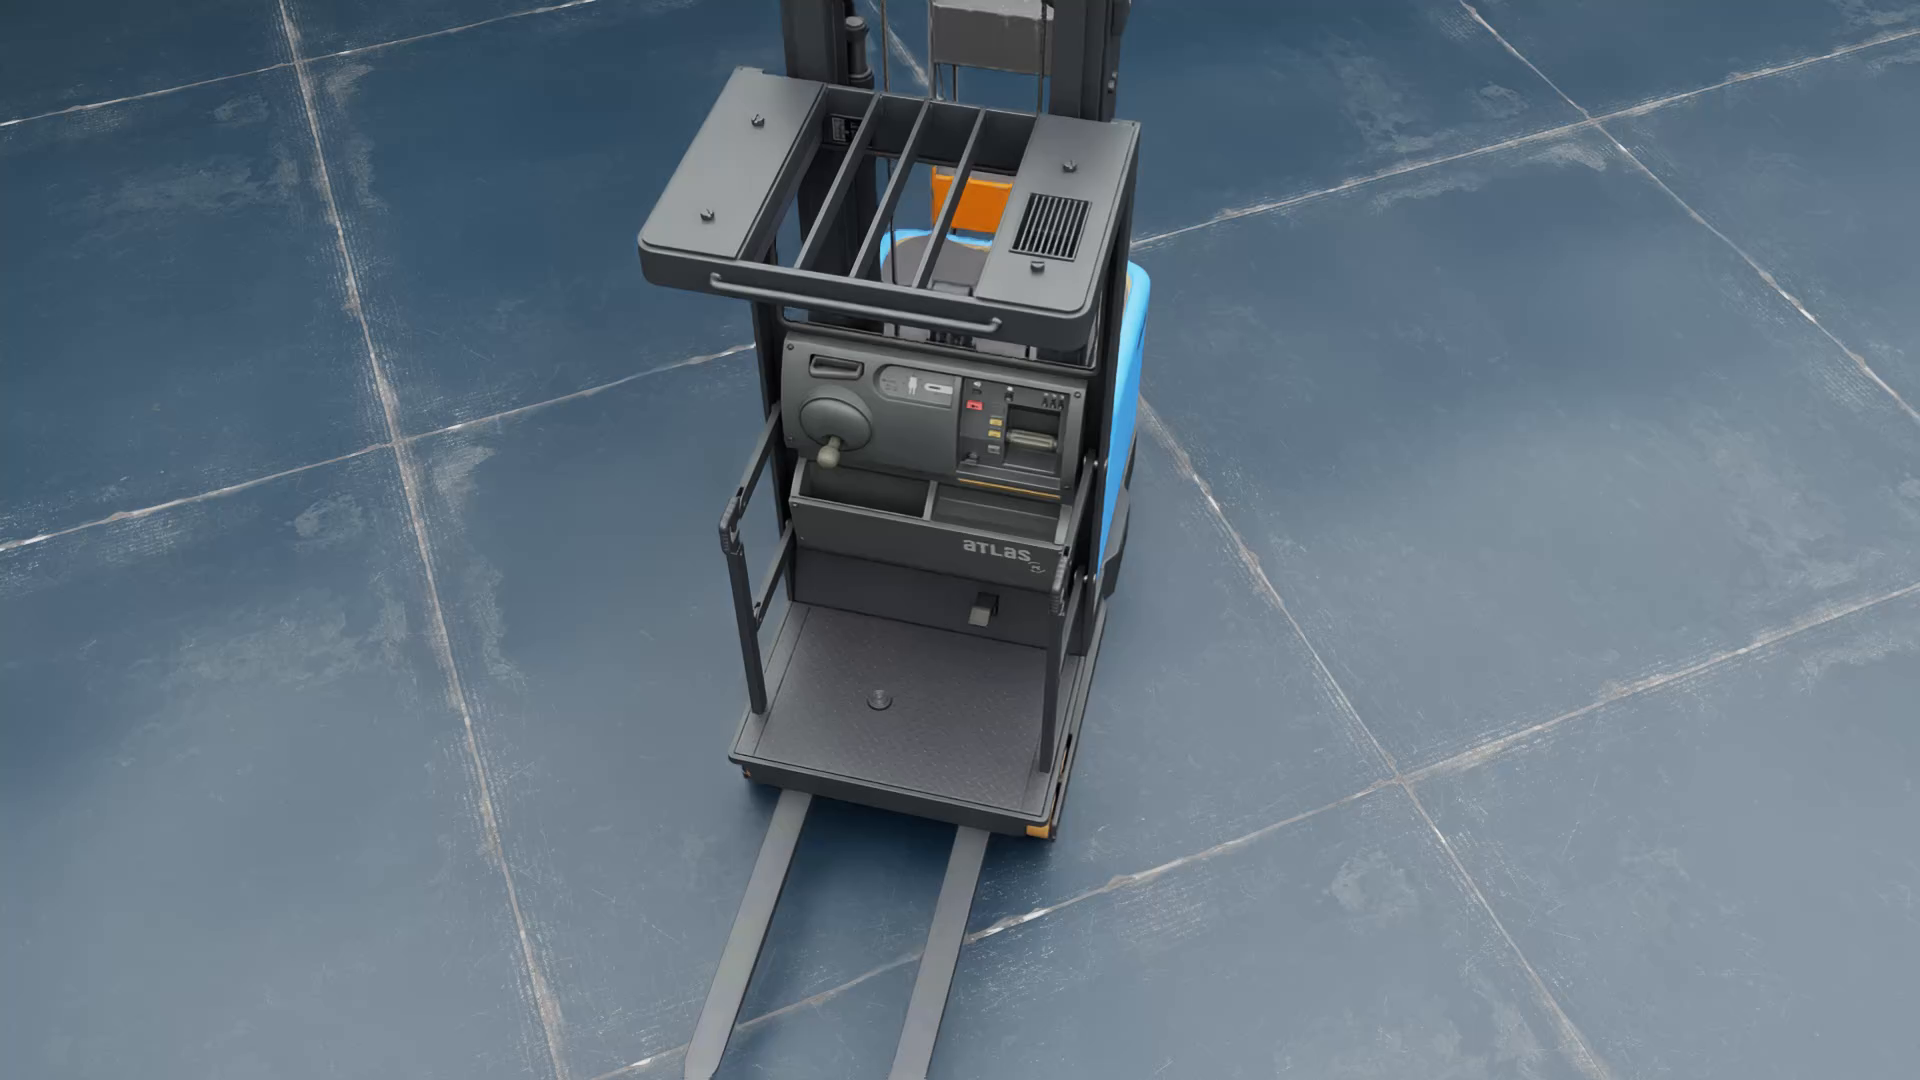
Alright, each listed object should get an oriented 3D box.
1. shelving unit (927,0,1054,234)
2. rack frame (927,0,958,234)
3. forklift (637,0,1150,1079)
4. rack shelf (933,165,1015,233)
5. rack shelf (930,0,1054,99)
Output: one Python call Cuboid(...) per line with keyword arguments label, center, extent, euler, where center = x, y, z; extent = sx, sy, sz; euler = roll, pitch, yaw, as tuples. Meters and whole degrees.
Cuboid(label="shelving unit", center=(0.180, -1.301, 6.324), extent=(0.503, 2.100, 0.431), euler=(10, 50, 8))
Cuboid(label="rack frame", center=(-0.058, -1.342, 6.359), extent=(0.015, 2.100, 0.400), euler=(10, 50, 8))
Cuboid(label="forklift", center=(-0.137, -0.261, 4.883), extent=(1.130, 2.935, 3.031), euler=(10, 50, 9))
Cuboid(label="rack shelf", center=(0.180, -1.293, 6.335), extent=(0.480, 0.518, 0.431), euler=(10, 50, 8))
Cuboid(label="rack shelf", center=(0.180, -1.749, 5.804), extent=(0.480, 0.518, 0.431), euler=(10, 50, 8))
